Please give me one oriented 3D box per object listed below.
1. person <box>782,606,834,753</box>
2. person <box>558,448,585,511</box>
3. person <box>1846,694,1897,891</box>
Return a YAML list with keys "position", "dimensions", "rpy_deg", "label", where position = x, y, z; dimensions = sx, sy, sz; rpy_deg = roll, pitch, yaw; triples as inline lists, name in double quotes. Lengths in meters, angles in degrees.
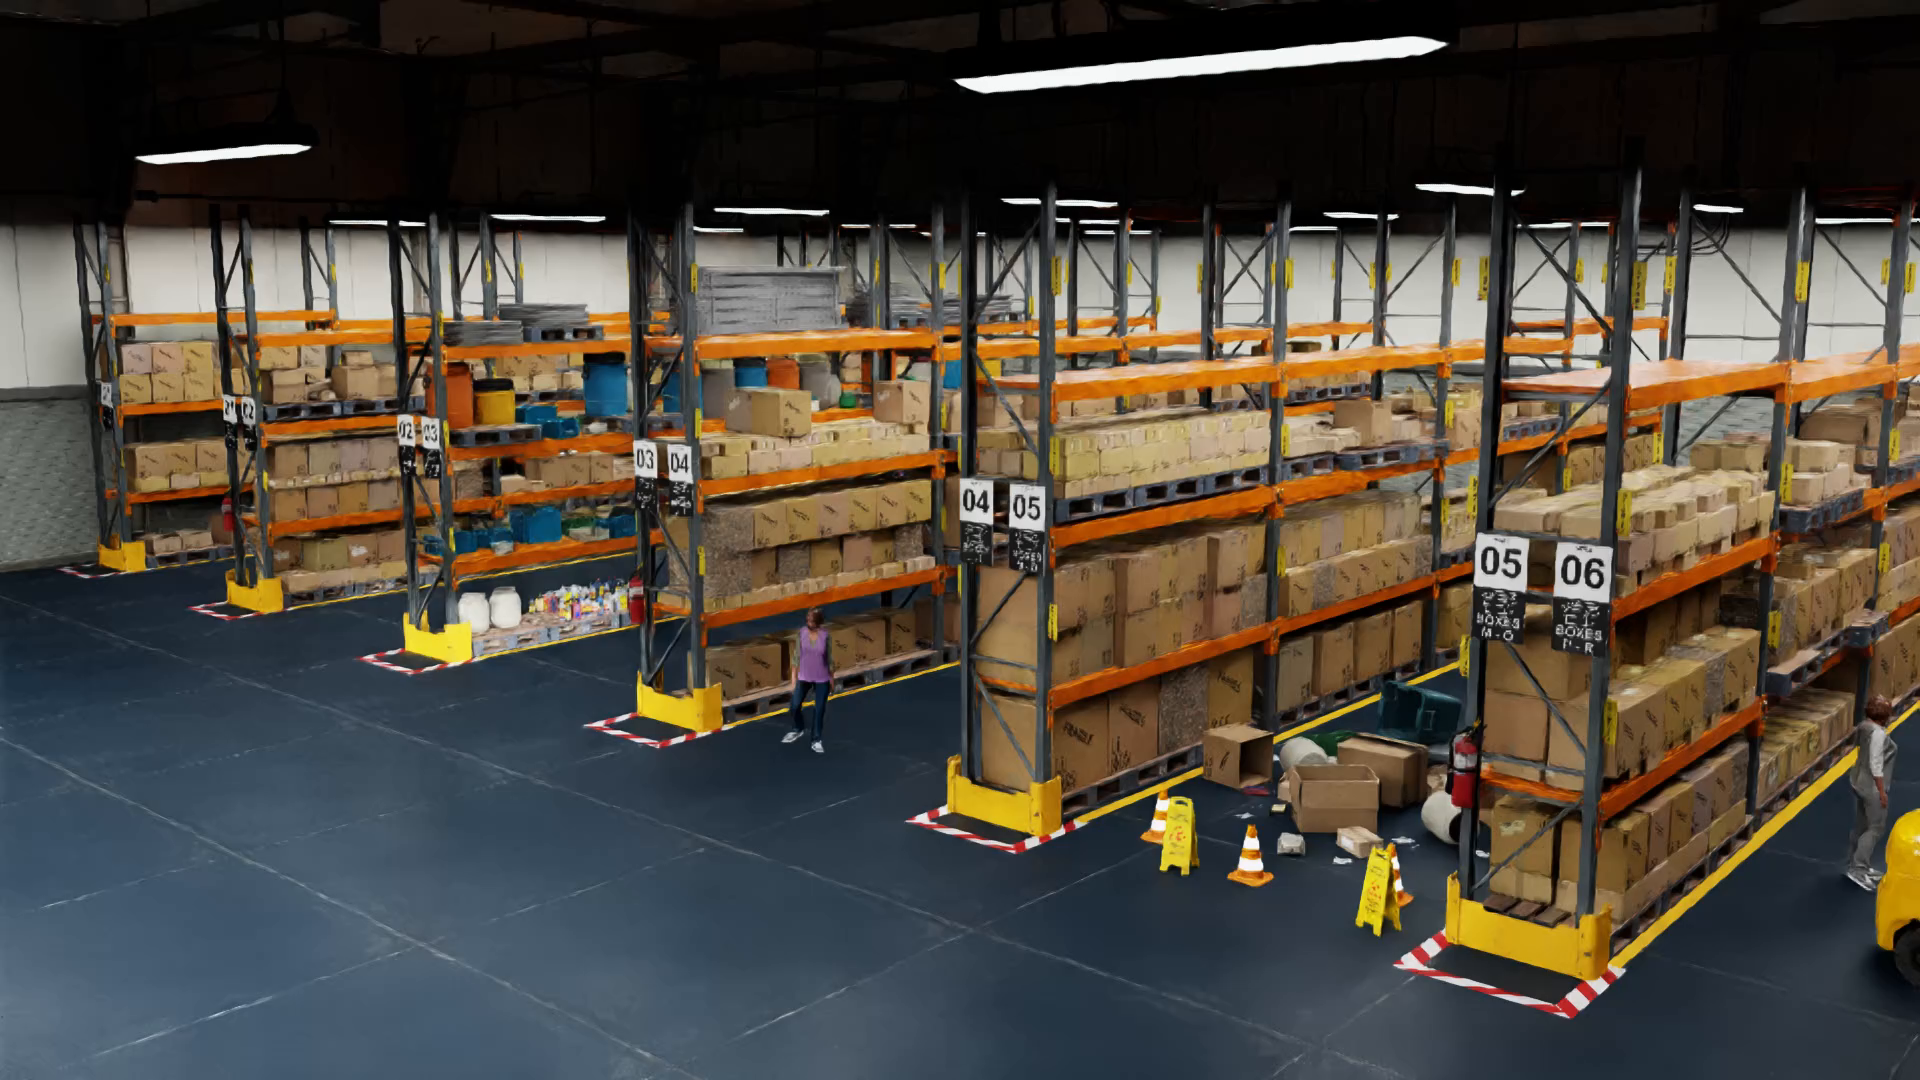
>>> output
- position: [-1.621, 1.469, 17.643]
  dimensions: [0.571, 1.586, 0.451]
  rpy_deg: [0, 9, -1]
  label: "person"
- position: [-7.876, -1.246, 33.504]
  dimensions: [0.537, 1.715, 1.028]
  rpy_deg: [6, 11, 32]
  label: "person"
- position: [7.647, 2.100, 13.944]
  dimensions: [0.346, 1.637, 0.470]
  rpy_deg: [2, 10, 11]
  label: "person"
